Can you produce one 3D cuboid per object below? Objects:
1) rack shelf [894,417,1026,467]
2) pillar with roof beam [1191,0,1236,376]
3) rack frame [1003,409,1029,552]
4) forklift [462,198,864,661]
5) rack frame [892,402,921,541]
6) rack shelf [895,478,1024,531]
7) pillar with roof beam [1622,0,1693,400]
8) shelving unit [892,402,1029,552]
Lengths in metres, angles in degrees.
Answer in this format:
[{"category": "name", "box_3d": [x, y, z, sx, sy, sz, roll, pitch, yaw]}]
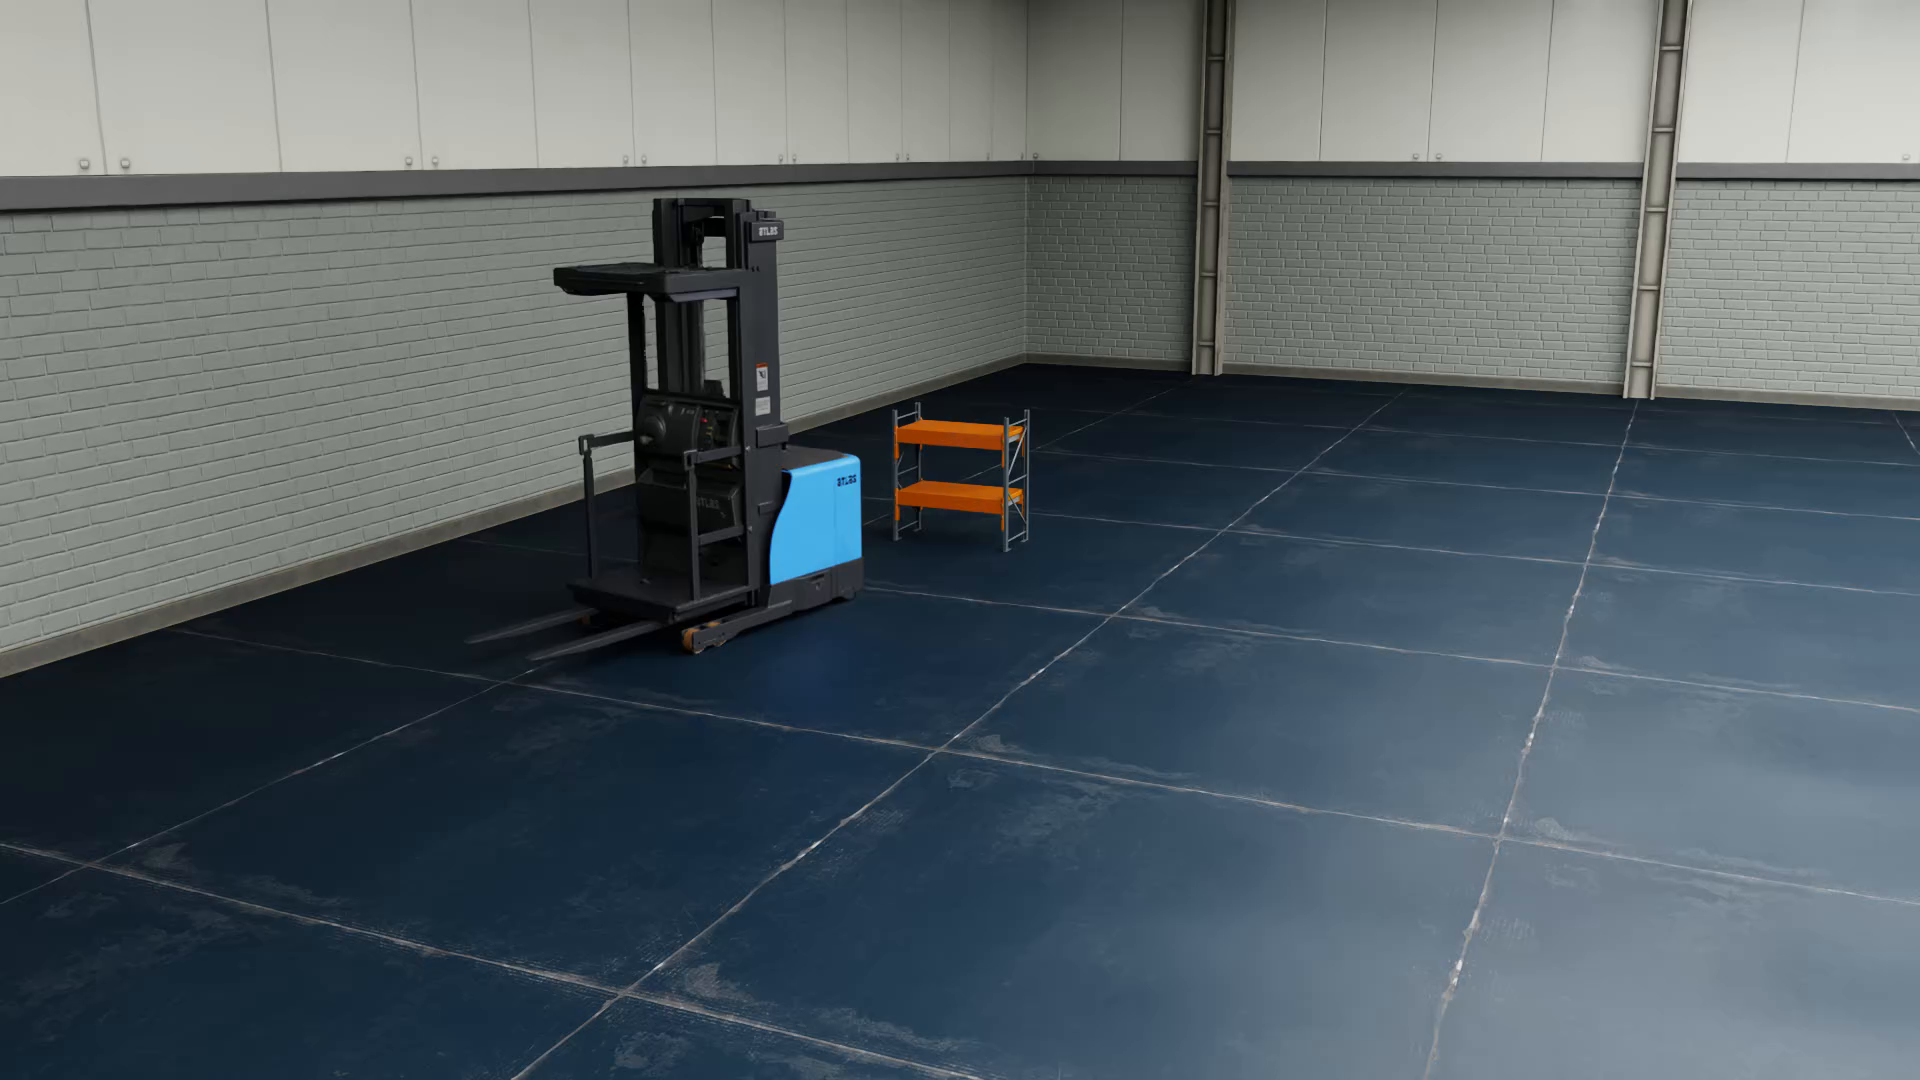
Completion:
[{"category": "rack shelf", "box_3d": [0.006, -0.832, 14.057, 1.000, 0.278, 0.538, 6, 14, 23]}, {"category": "pillar with roof beam", "box_3d": [1.949, -5.968, 19.989, 0.400, 9.000, 9.100, 6, 14, 23]}, {"category": "rack frame", "box_3d": [0.471, -0.500, 13.923, 0.032, 1.125, 0.500, 6, 14, 23]}, {"category": "forklift", "box_3d": [-1.995, -0.799, 11.243, 1.130, 2.935, 3.031, 10, 16, 35]}, {"category": "rack frame", "box_3d": [-0.459, -0.594, 14.324, 0.032, 1.125, 0.500, 6, 14, 23]}, {"category": "rack shelf", "box_3d": [0.006, -0.309, 14.180, 1.000, 0.278, 0.538, 6, 14, 23]}, {"category": "pillar with roof beam", "box_3d": [7.435, -5.413, 17.623, 0.400, 9.000, 9.100, 6, 14, 23]}, {"category": "shelving unit", "box_3d": [0.006, -0.547, 14.124, 1.048, 1.125, 0.538, 6, 14, 23]}]
